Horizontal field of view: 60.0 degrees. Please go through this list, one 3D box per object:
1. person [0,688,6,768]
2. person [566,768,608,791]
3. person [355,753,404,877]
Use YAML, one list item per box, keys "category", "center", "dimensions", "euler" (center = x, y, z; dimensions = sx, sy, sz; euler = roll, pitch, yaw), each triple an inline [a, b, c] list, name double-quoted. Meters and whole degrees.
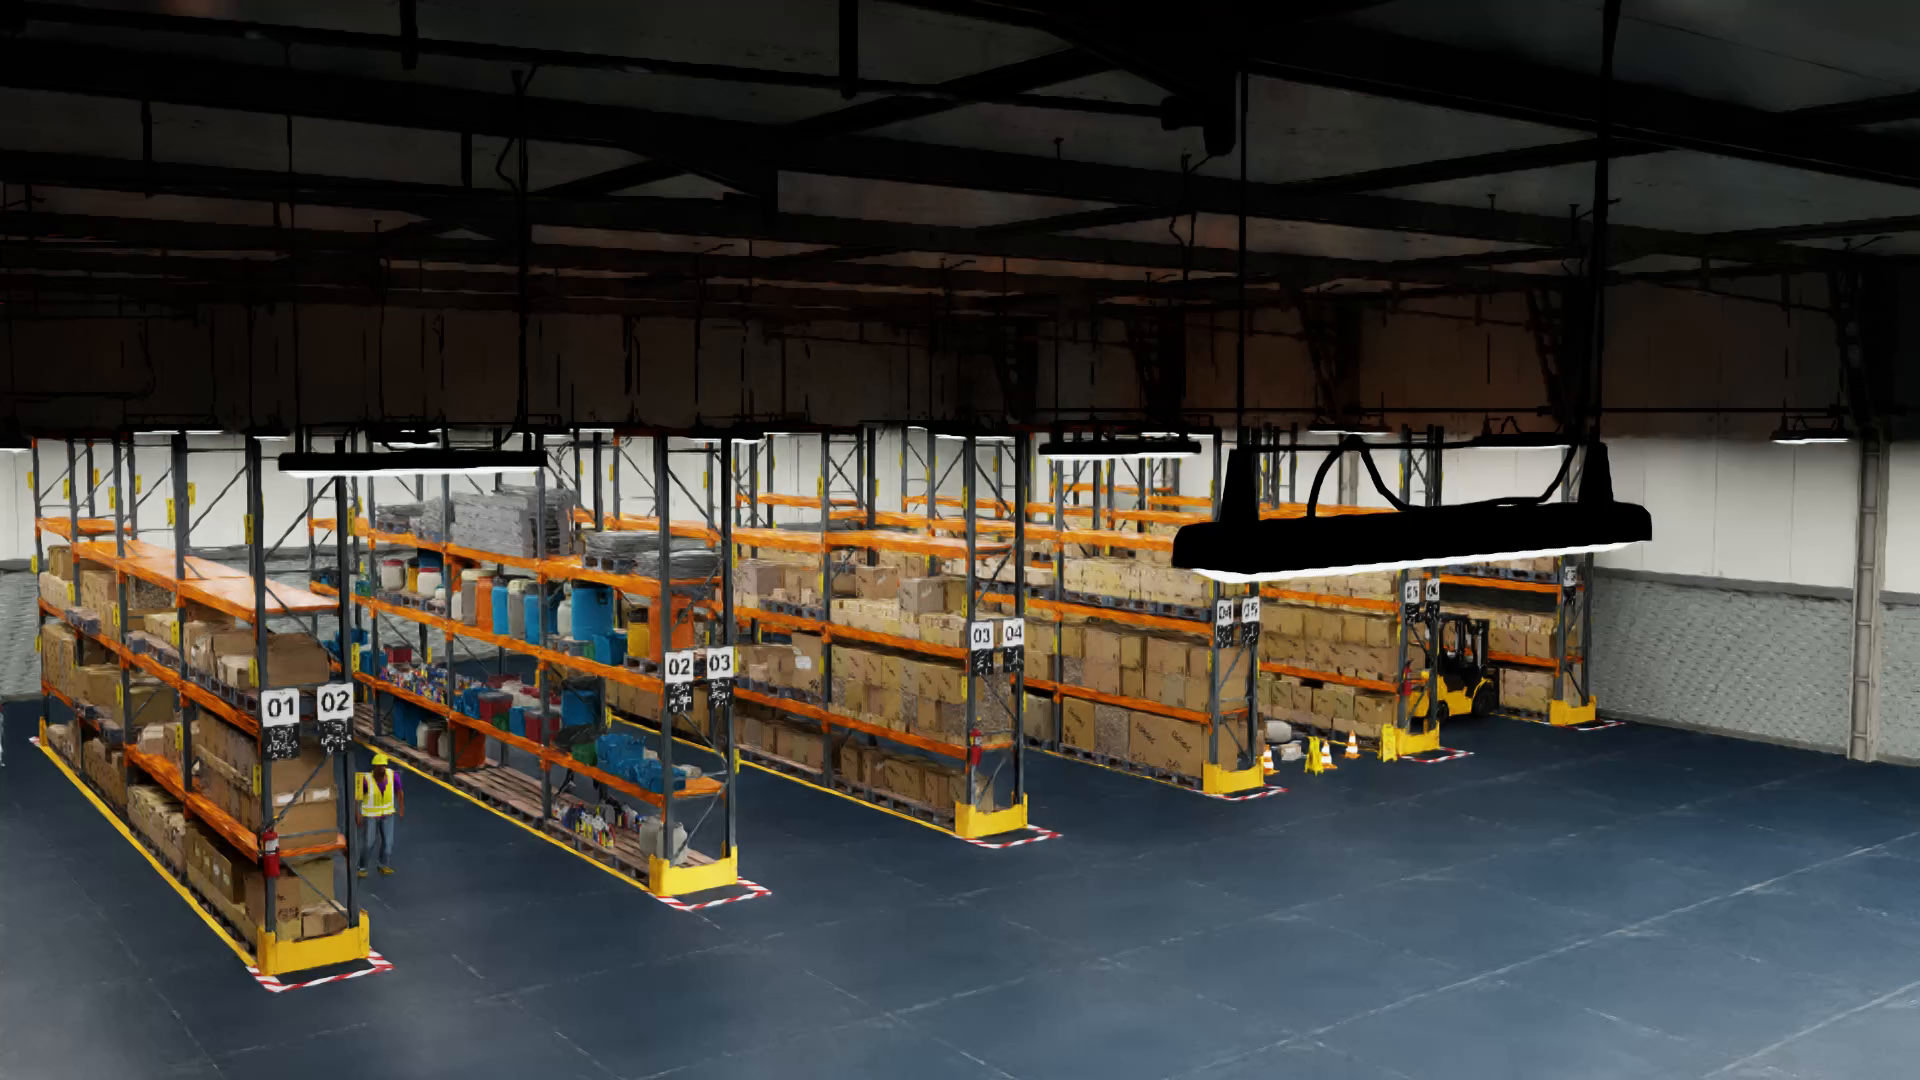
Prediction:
- category: "person"
  center: [-17.219, 3.153, 29.426]
  dimensions: [0.553, 1.709, 1.123]
  euler: [-3, 5, -34]
- category: "person"
  center: [-6.232, 3.389, 27.542]
  dimensions: [0.412, 1.533, 0.955]
  euler: [-4, 6, -45]
- category: "person"
  center: [-7.879, 3.716, 22.501]
  dimensions: [0.719, 1.714, 0.578]
  euler: [-4, 6, -38]
